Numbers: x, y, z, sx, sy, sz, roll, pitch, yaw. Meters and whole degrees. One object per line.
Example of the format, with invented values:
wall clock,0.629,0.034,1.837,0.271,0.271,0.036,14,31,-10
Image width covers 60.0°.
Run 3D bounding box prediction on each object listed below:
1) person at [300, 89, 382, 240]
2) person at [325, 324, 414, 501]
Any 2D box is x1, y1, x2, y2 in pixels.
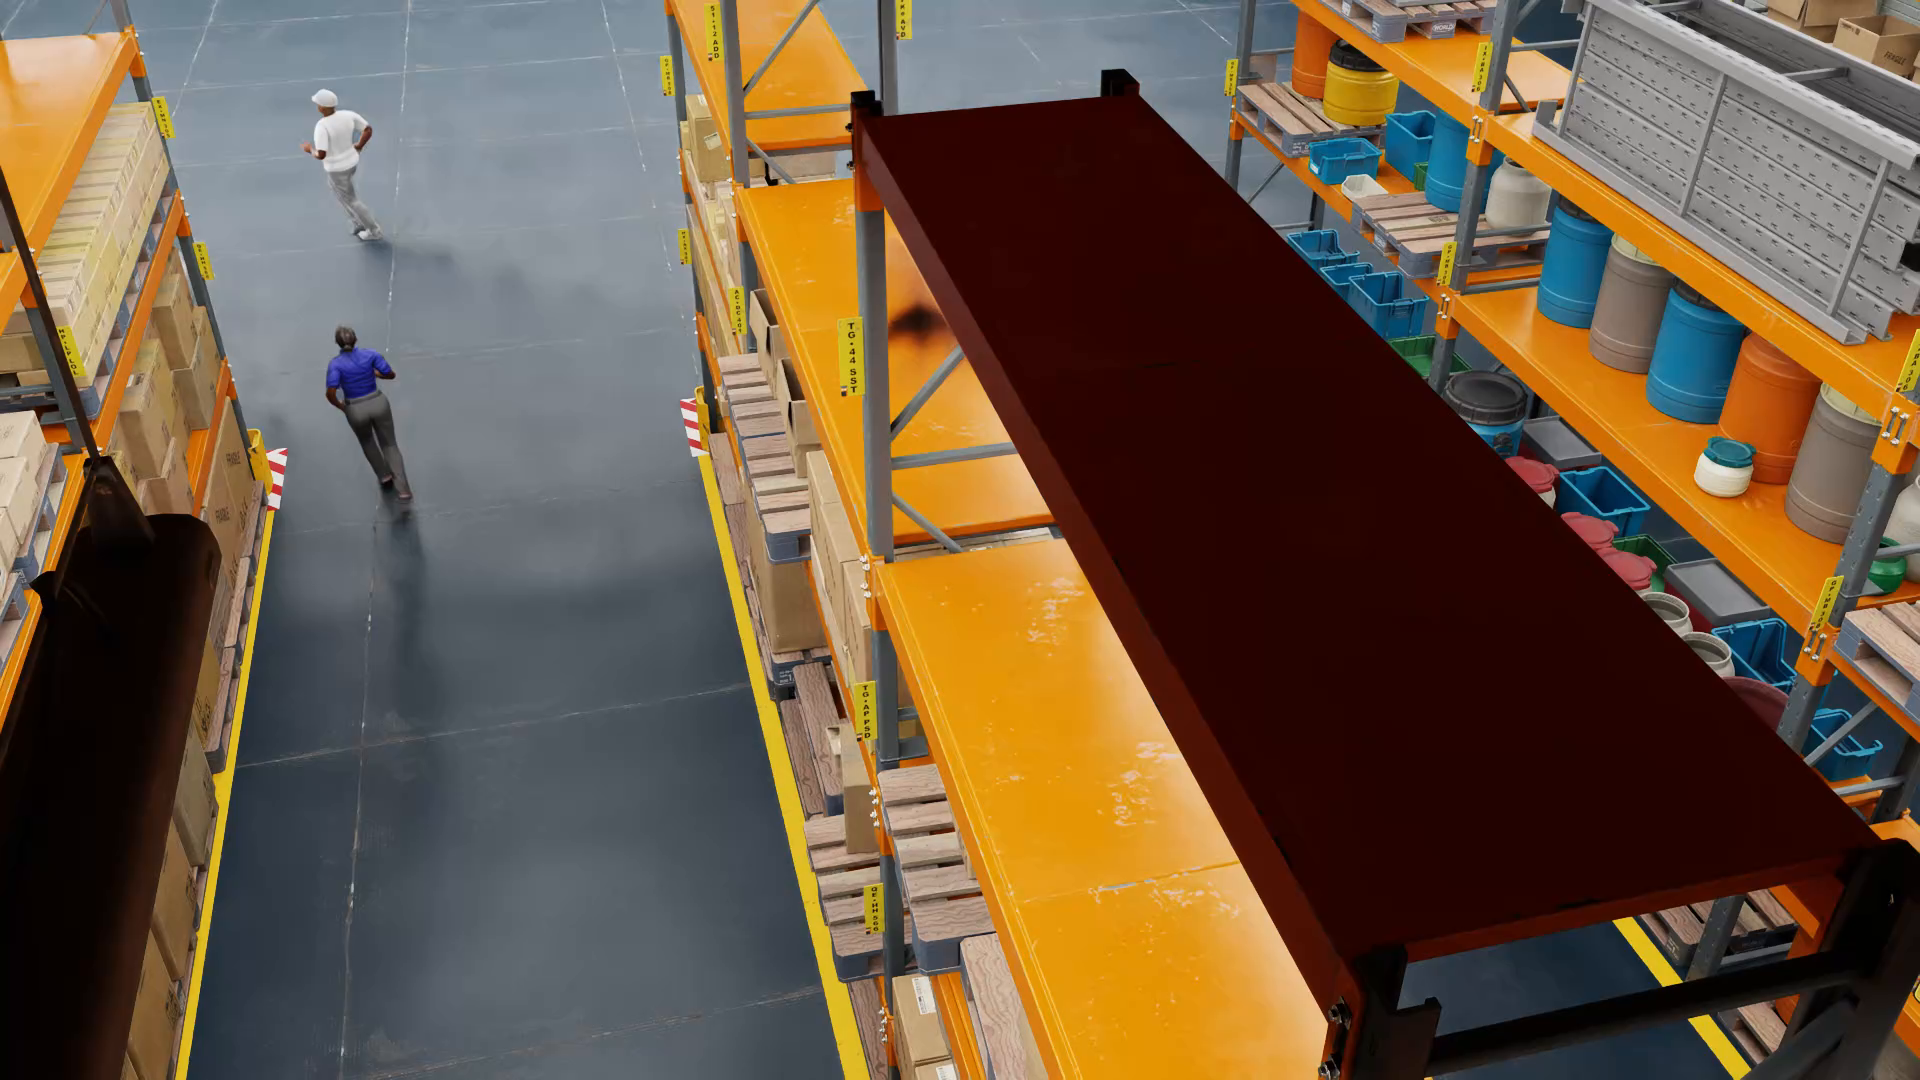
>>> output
person,-6.942,-4.173,18.644,0.739,1.803,0.672,9,35,13
person,-5.044,-1.045,14.171,0.603,1.699,0.799,-16,38,-22
